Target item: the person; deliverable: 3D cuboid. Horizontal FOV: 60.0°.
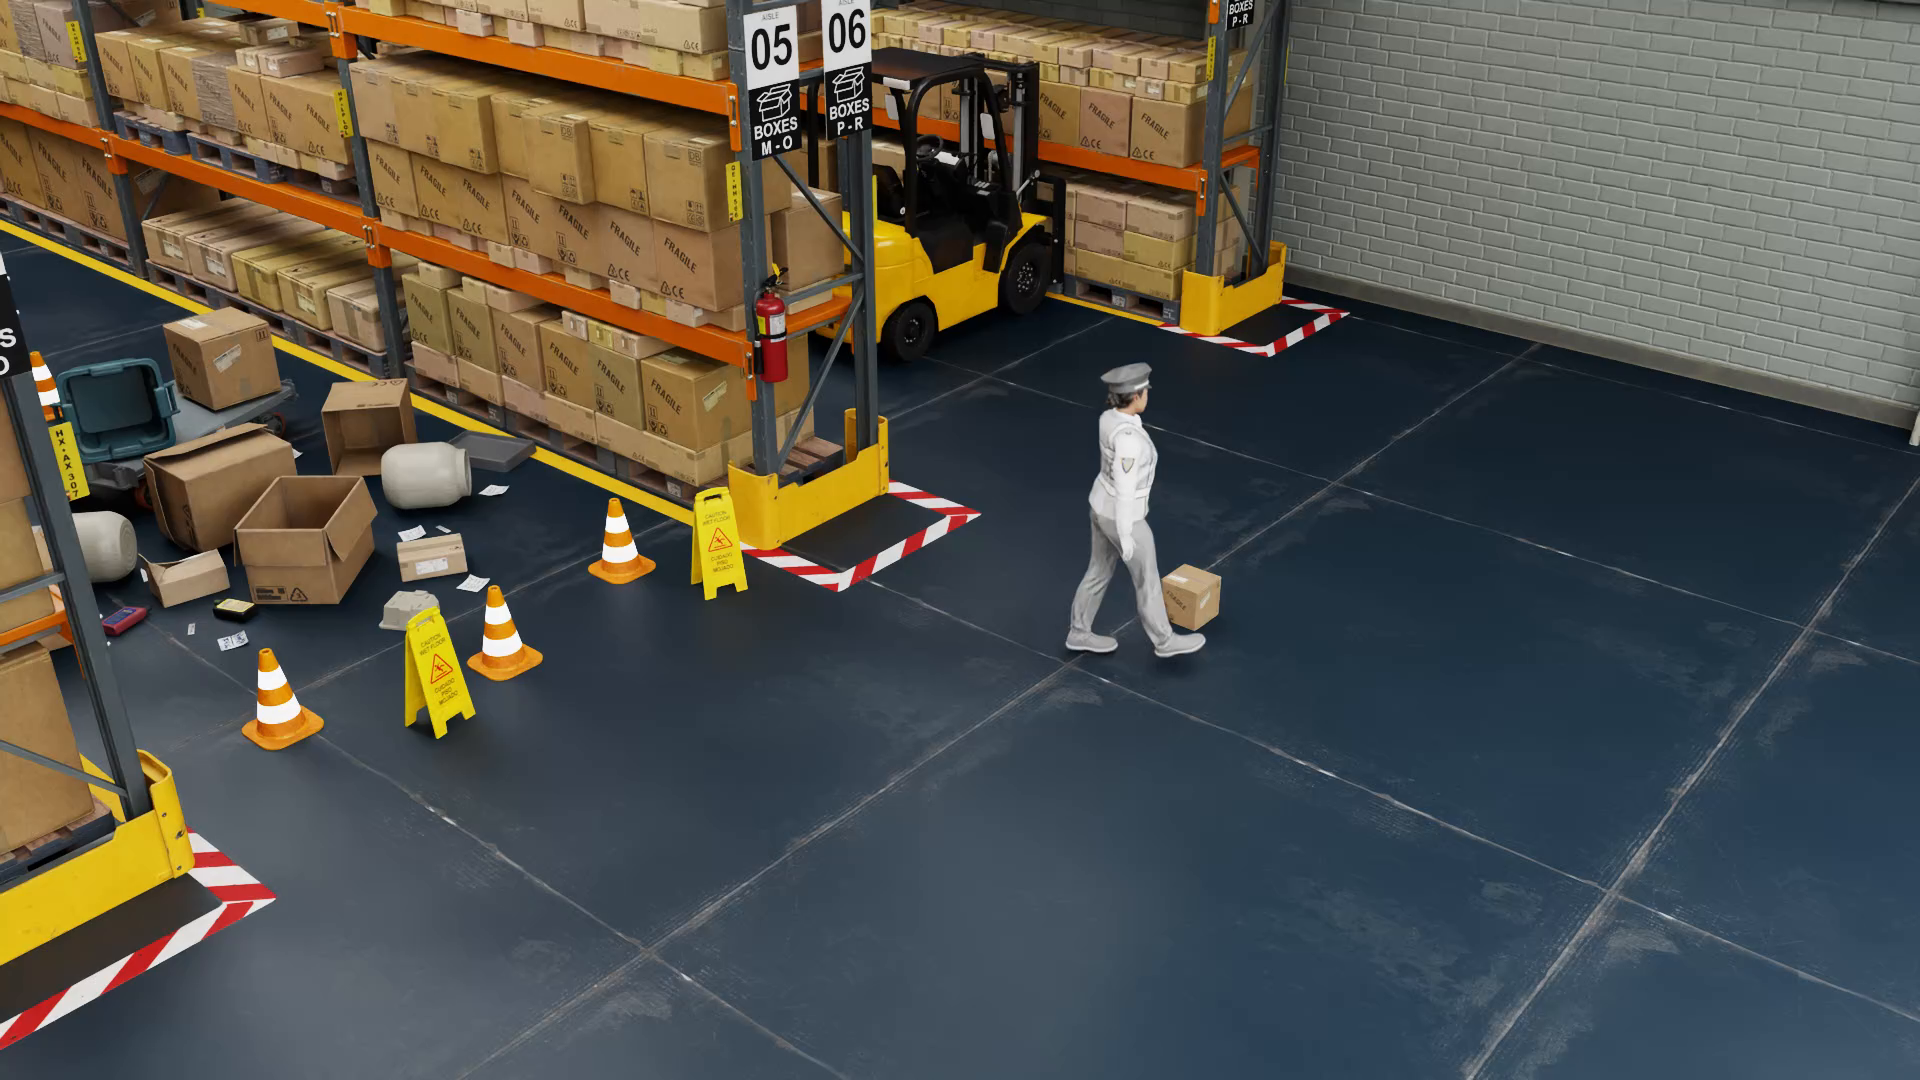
[{"bbox_3d":[0.957,-0.140,8.856,0.737,1.646,0.511,-5,28,-10],"label":"person"}]
